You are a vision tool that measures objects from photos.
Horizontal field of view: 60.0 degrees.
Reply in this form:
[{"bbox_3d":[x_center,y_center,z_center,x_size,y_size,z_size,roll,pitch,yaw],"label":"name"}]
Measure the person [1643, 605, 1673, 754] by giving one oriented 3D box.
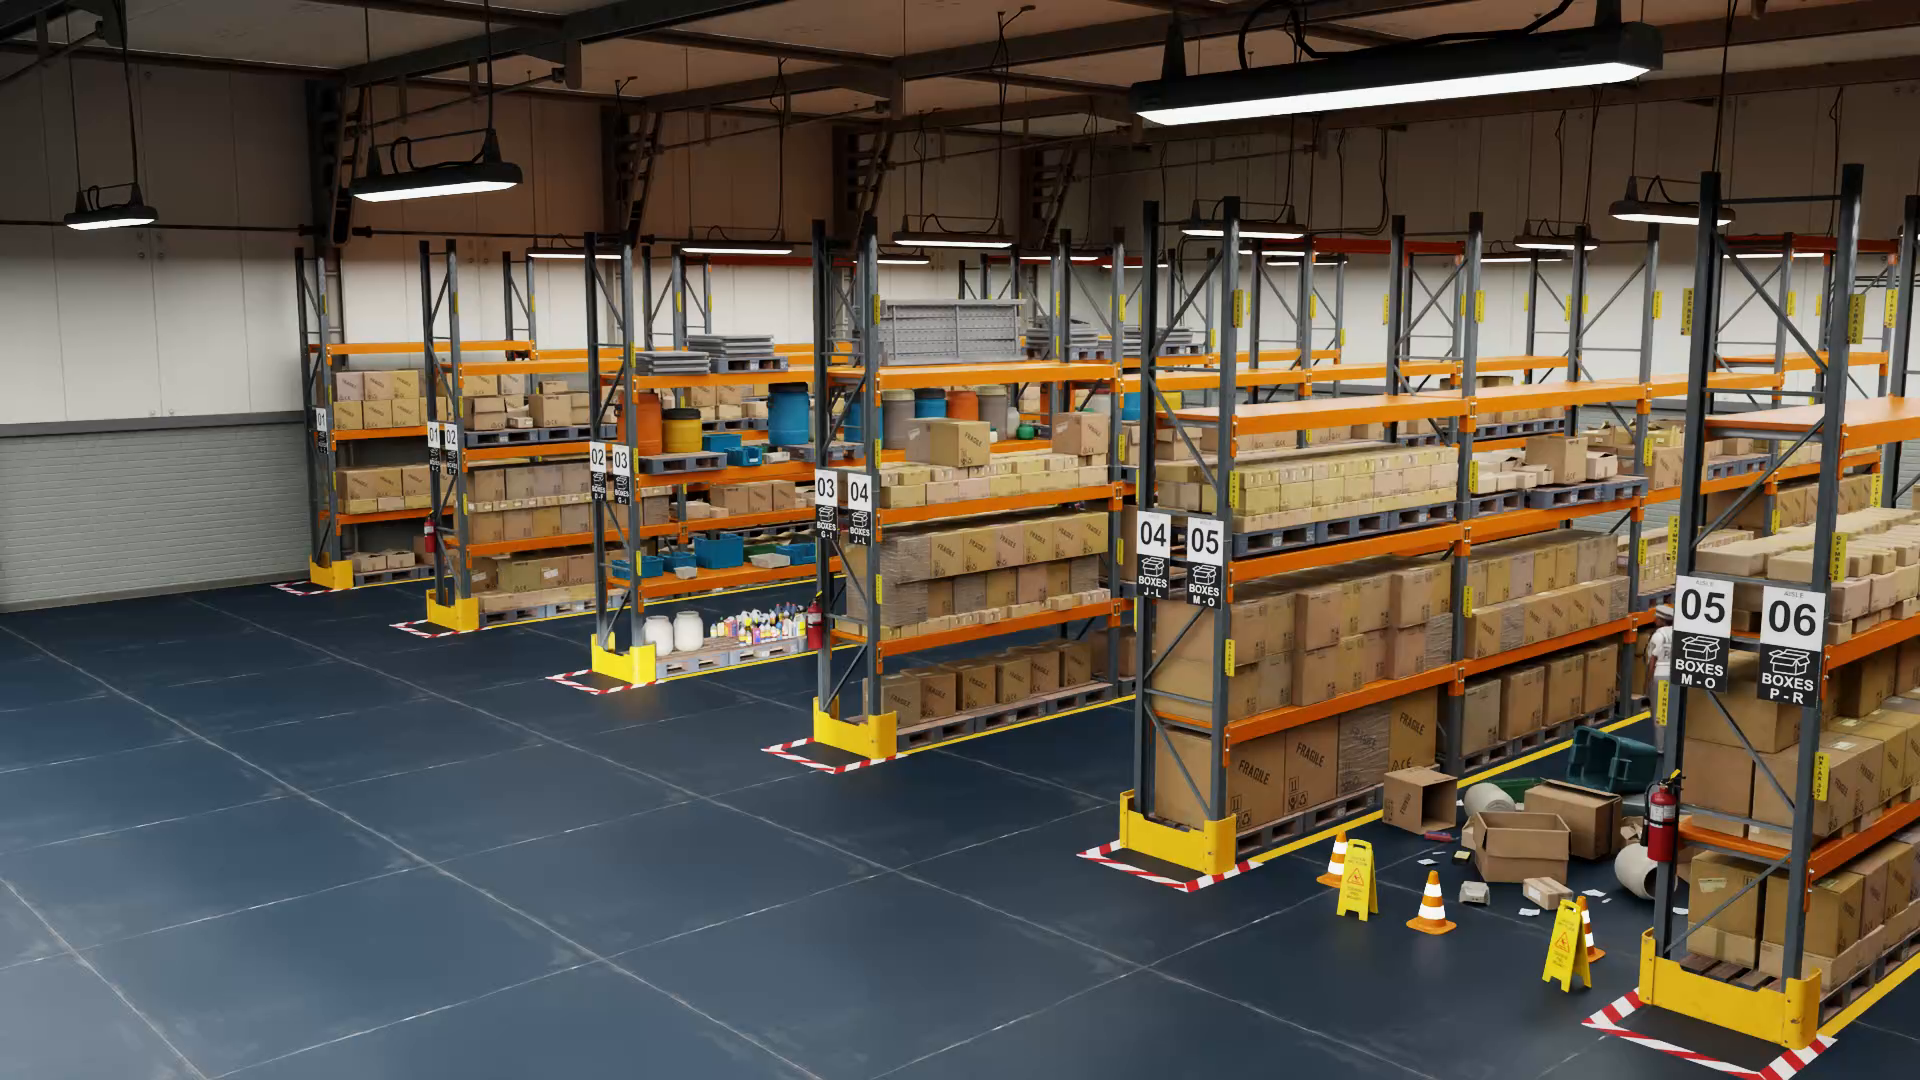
[{"bbox_3d":[7.988,1.581,18.867,0.522,1.686,0.397,-2,9,-11],"label":"person"}]
